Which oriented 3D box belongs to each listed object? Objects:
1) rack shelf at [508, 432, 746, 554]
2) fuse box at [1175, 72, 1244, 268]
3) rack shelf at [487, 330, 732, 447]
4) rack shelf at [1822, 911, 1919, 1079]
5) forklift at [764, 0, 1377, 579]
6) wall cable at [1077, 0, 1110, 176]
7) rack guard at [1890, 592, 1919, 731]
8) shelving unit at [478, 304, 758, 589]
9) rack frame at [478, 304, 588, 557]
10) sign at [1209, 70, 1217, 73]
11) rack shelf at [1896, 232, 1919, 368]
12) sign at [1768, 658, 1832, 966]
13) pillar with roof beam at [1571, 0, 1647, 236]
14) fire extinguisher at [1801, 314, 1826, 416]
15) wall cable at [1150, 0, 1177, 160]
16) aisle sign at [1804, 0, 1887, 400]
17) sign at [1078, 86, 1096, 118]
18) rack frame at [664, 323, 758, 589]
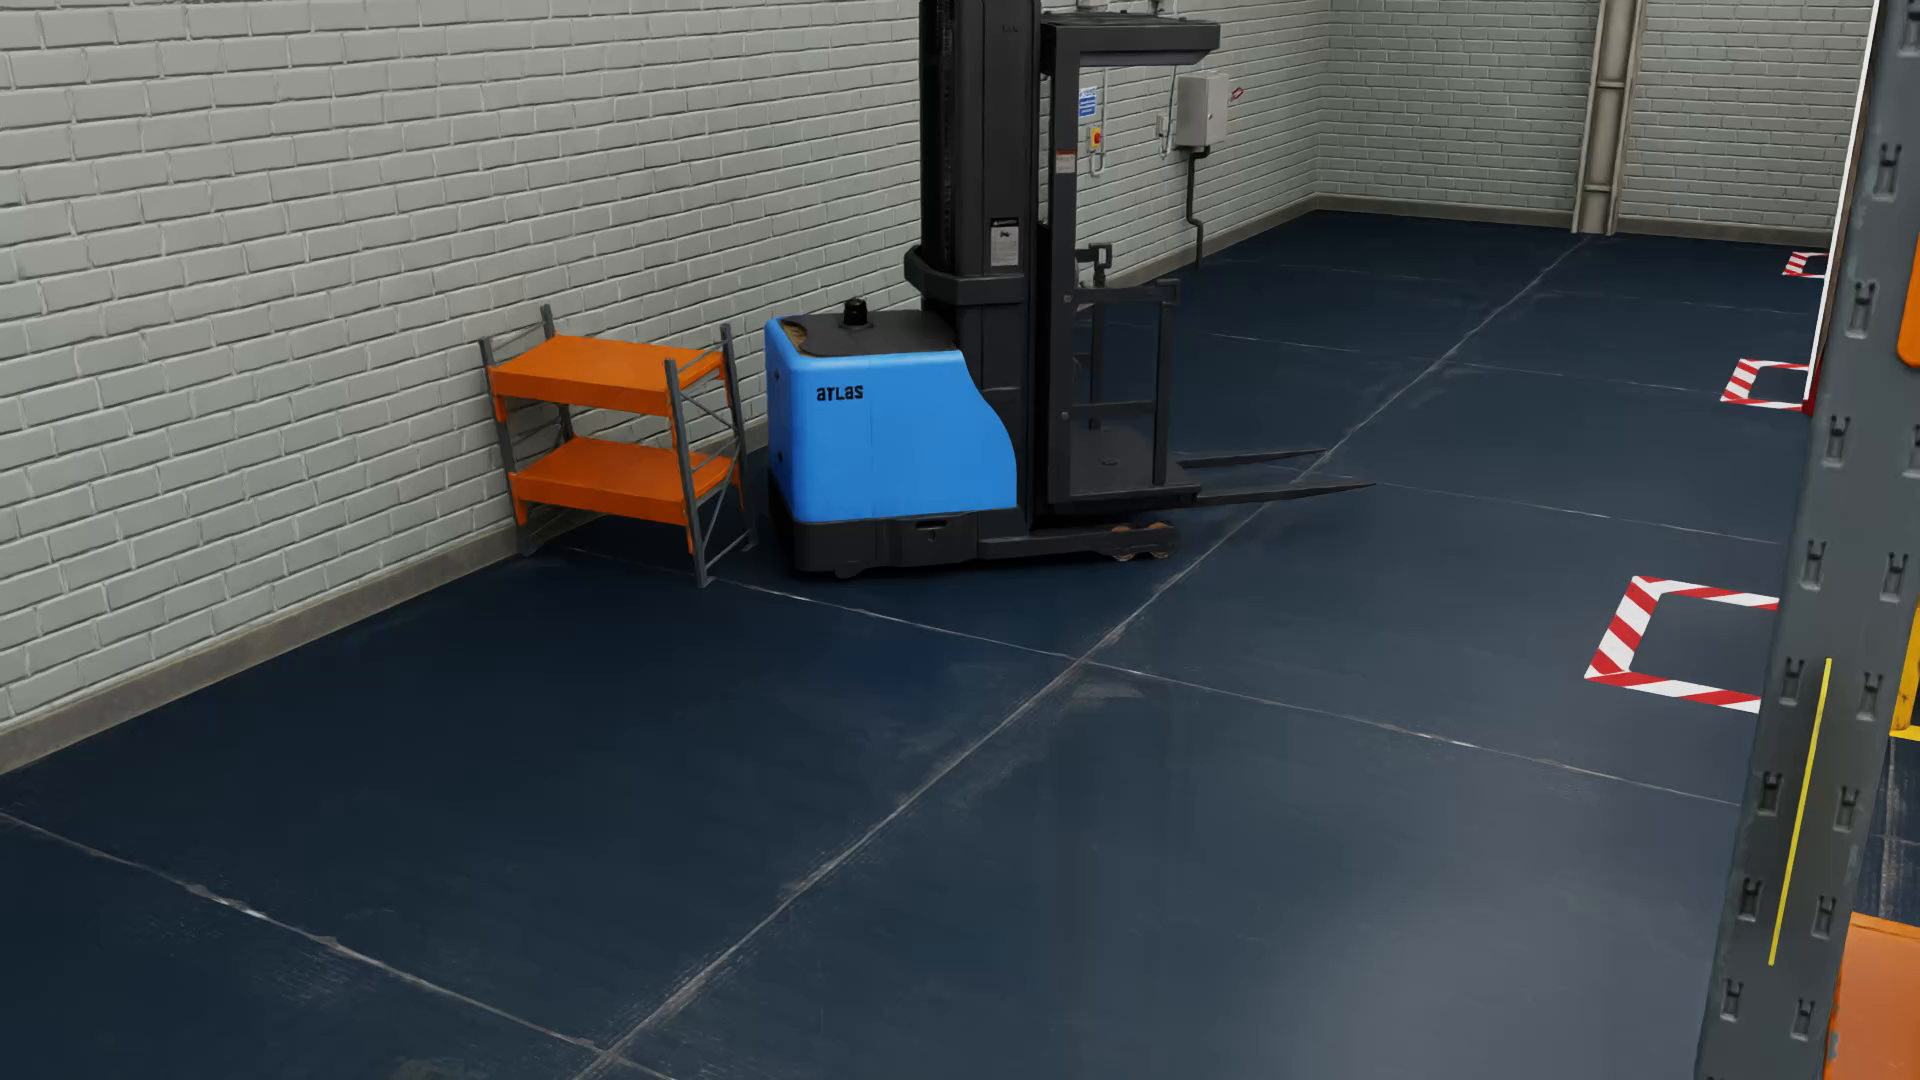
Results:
[{"bbox_3d":[-1.581,-0.237,7.972,1.000,0.278,0.538,9,29,23],"label":"rack shelf"},{"bbox_3d":[2.223,-3.304,14.965,0.414,1.711,0.539,11,23,27],"label":"fuse box"},{"bbox_3d":[-1.613,-0.716,7.731,1.000,0.278,0.538,9,29,23],"label":"rack shelf"},{"bbox_3d":[2.918,1.243,1.595,4.000,0.370,1.077,11,23,27],"label":"rack shelf"},{"bbox_3d":[0.587,-1.448,8.058,3.031,2.935,1.130,-5,20,-13],"label":"forklift"},{"bbox_3d":[1.071,-3.801,12.910,0.123,1.953,0.585,11,23,27],"label":"wall cable"},{"bbox_3d":[3.746,0.300,6.805,0.348,0.500,1.175,11,23,27],"label":"rack guard"},{"bbox_3d":[-1.595,-0.455,7.862,1.048,1.125,0.538,9,29,23],"label":"shelving unit"},{"bbox_3d":[-2.056,-0.526,8.065,0.032,1.125,0.500,9,29,23],"label":"rack frame"},{"bbox_3d":[2.283,-4.047,15.262,0.001,0.494,0.329,11,23,27],"label":"sign"},{"bbox_3d":[2.918,-0.167,1.084,4.000,0.370,1.077,11,23,27],"label":"rack shelf"},{"bbox_3d":[0.897,0.292,1.775,0.005,0.325,0.100,11,23,27],"label":"sign"},{"bbox_3d":[4.409,-6.112,12.018,0.400,9.000,9.100,11,23,27],"label":"pillar with roof beam"},{"bbox_3d":[3.685,-0.855,6.985,0.183,0.674,0.296,11,23,27],"label":"fire extinguisher"},{"bbox_3d":[1.753,-4.211,14.084,0.122,1.984,0.588,11,23,27],"label":"wall cable"},{"bbox_3d":[0.963,-0.573,1.733,0.004,0.787,0.394,11,23,27],"label":"aisle sign"},{"bbox_3d":[0.994,-3.432,13.031,0.001,0.218,0.327,11,23,27],"label":"sign"},{"bbox_3d":[-1.134,-0.384,7.660,0.032,1.125,0.500,9,29,23],"label":"rack frame"}]
